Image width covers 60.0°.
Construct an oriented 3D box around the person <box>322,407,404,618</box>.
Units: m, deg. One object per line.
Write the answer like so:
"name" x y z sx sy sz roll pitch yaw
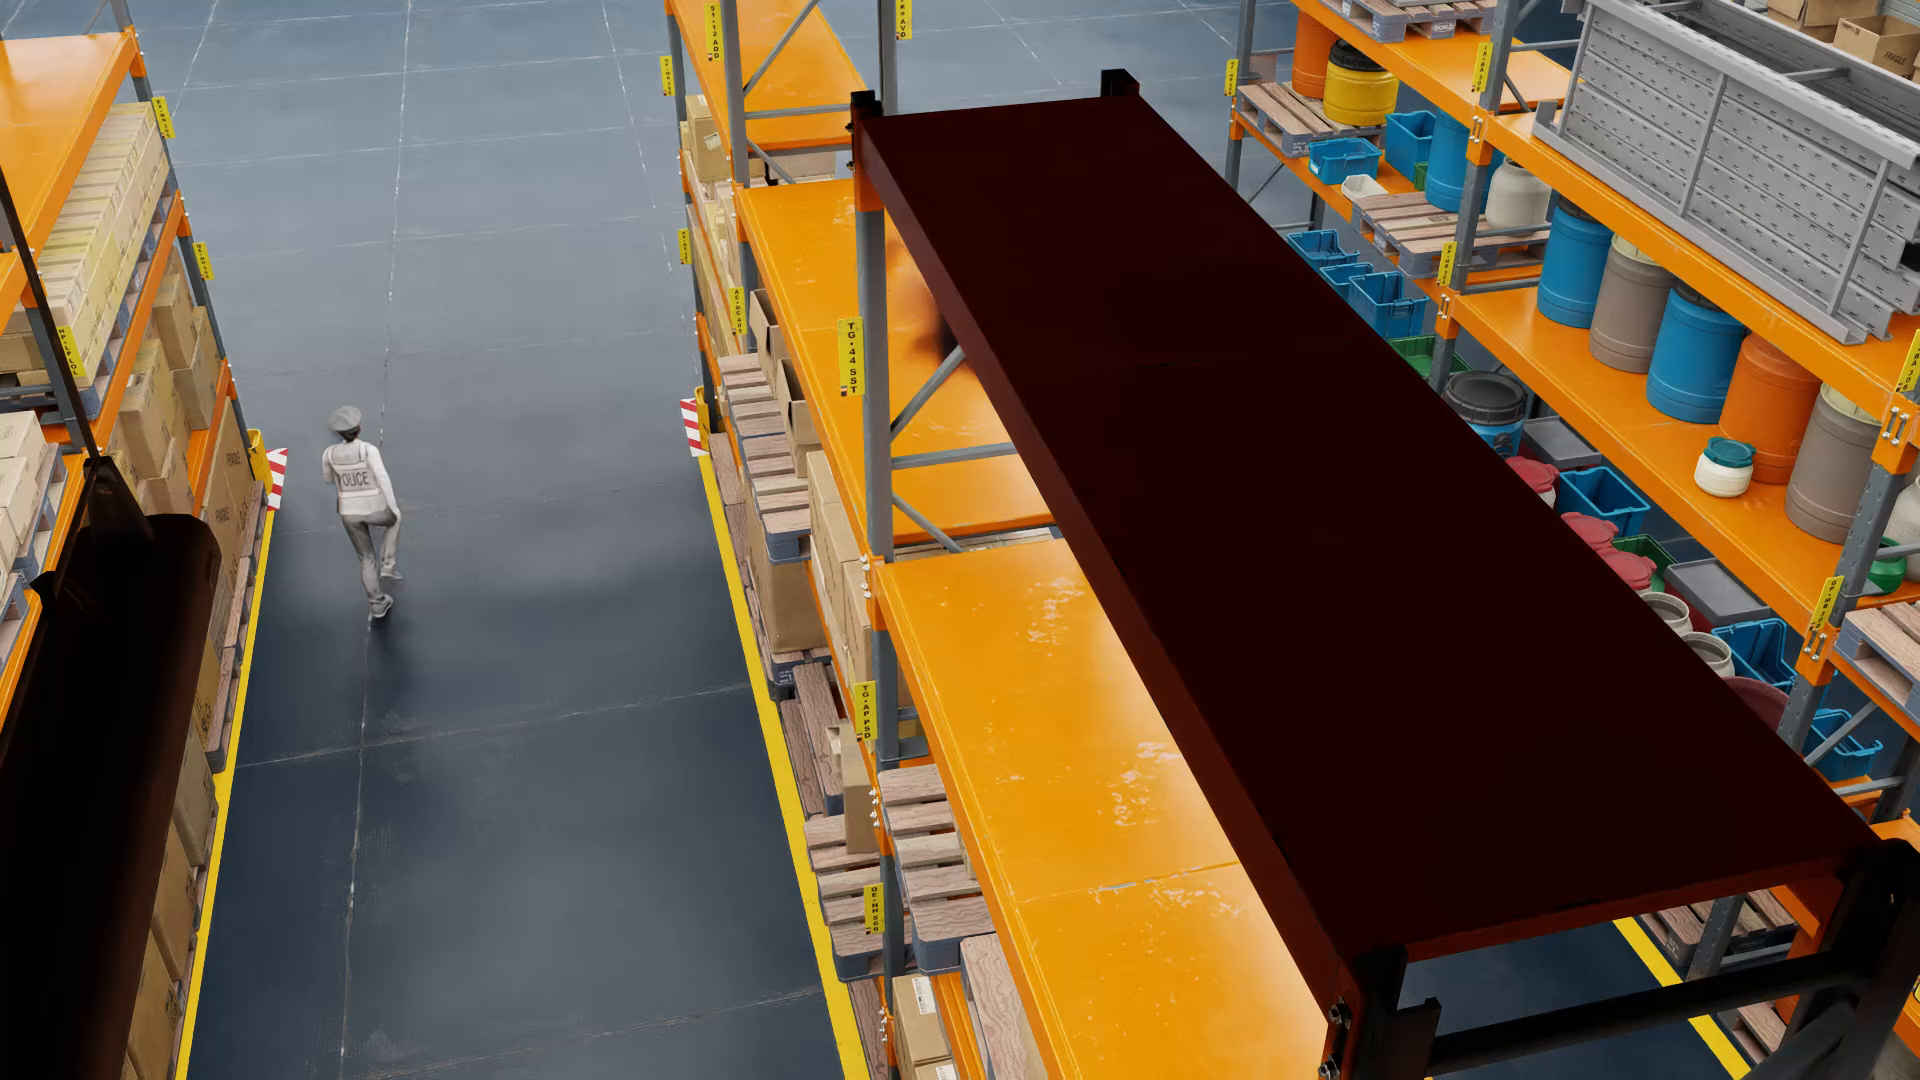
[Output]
"person" -4.675 -0.258 13.077 0.610 1.545 0.908 -5 35 -7
